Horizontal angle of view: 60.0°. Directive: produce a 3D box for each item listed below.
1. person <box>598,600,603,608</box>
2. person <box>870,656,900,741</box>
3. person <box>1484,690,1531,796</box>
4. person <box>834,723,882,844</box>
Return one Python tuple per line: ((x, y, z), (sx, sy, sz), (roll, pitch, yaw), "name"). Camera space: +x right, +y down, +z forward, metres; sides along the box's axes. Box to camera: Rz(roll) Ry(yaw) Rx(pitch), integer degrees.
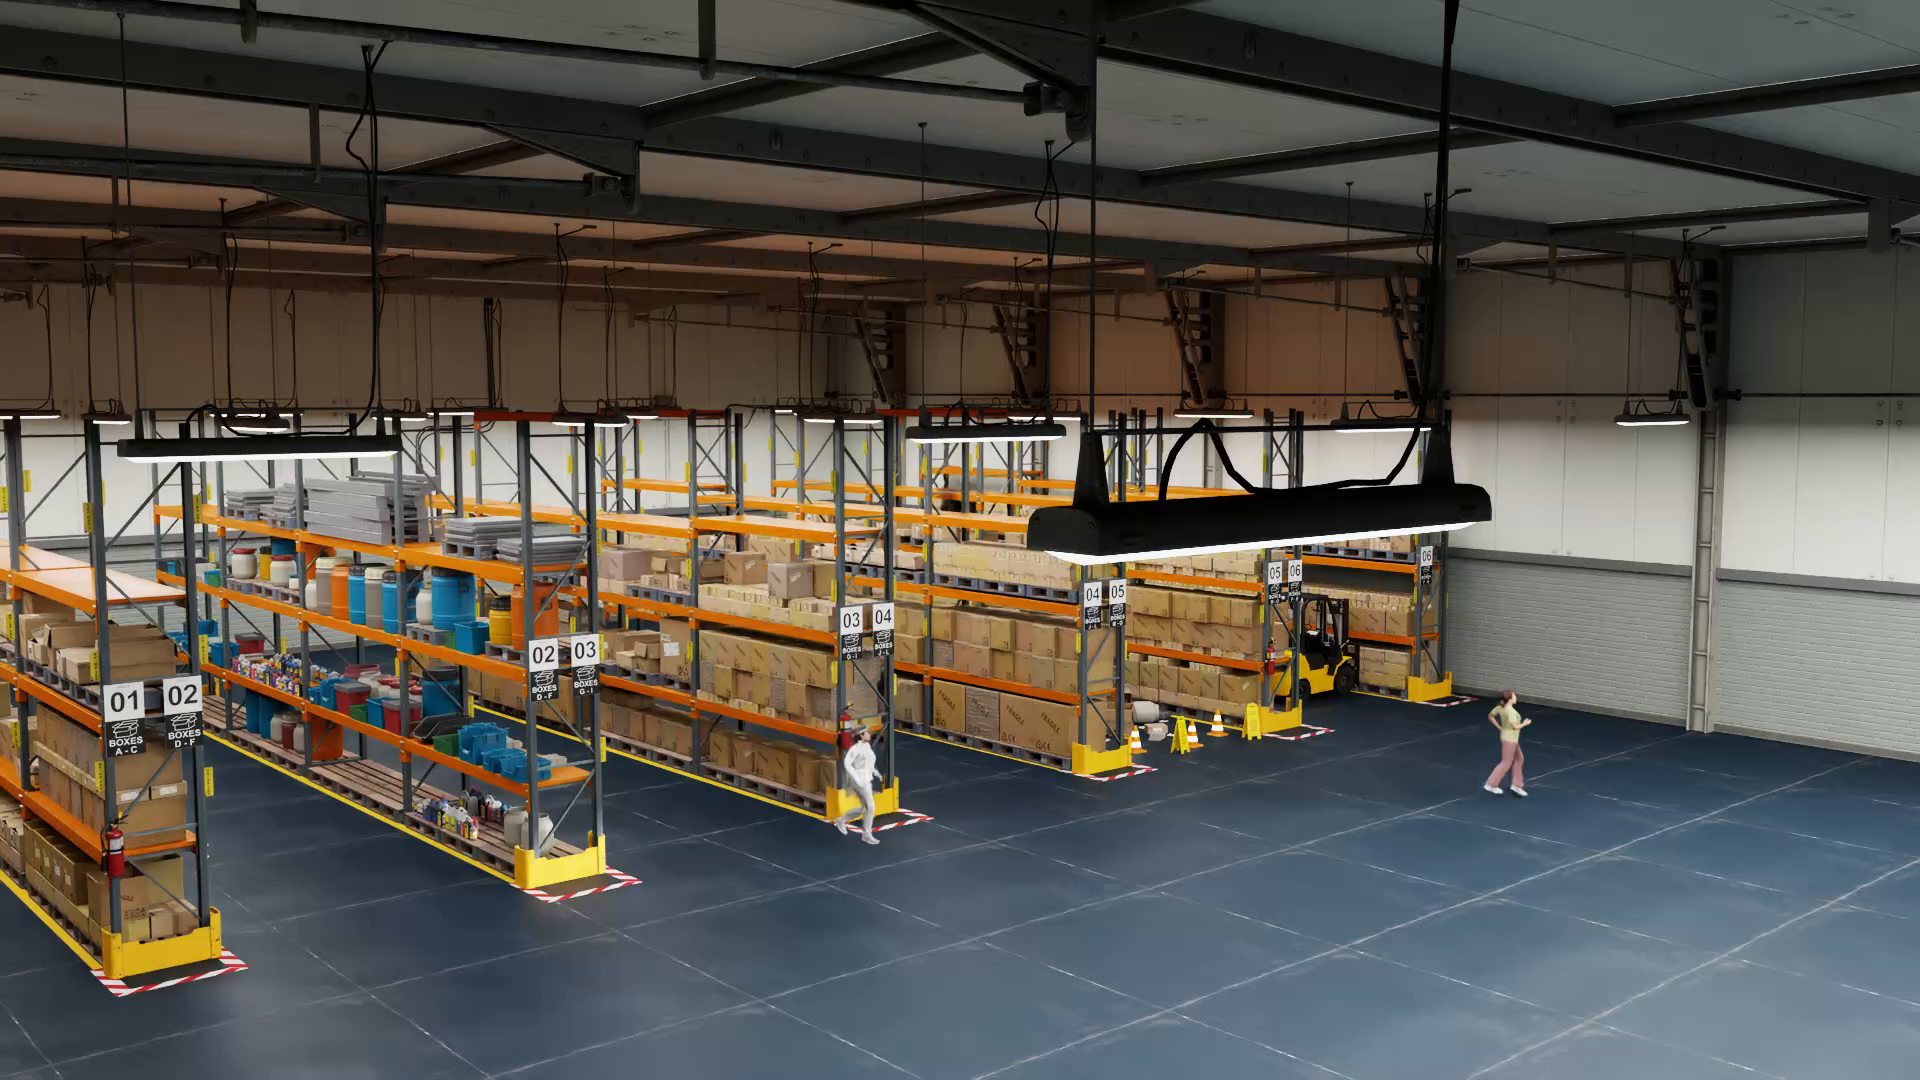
((-8.907, 1.933, 40.908), (0.657, 1.665, 0.596), (-4, 6, -37), "person")
((-1.381, 2.825, 30.303), (0.593, 1.690, 0.644), (5, 7, 44), "person")
((8.597, 3.197, 26.109), (0.728, 1.710, 0.562), (0, 5, 1), "person")
((-1.418, 3.443, 23.626), (0.683, 1.677, 0.655), (1, 5, 16), "person")
